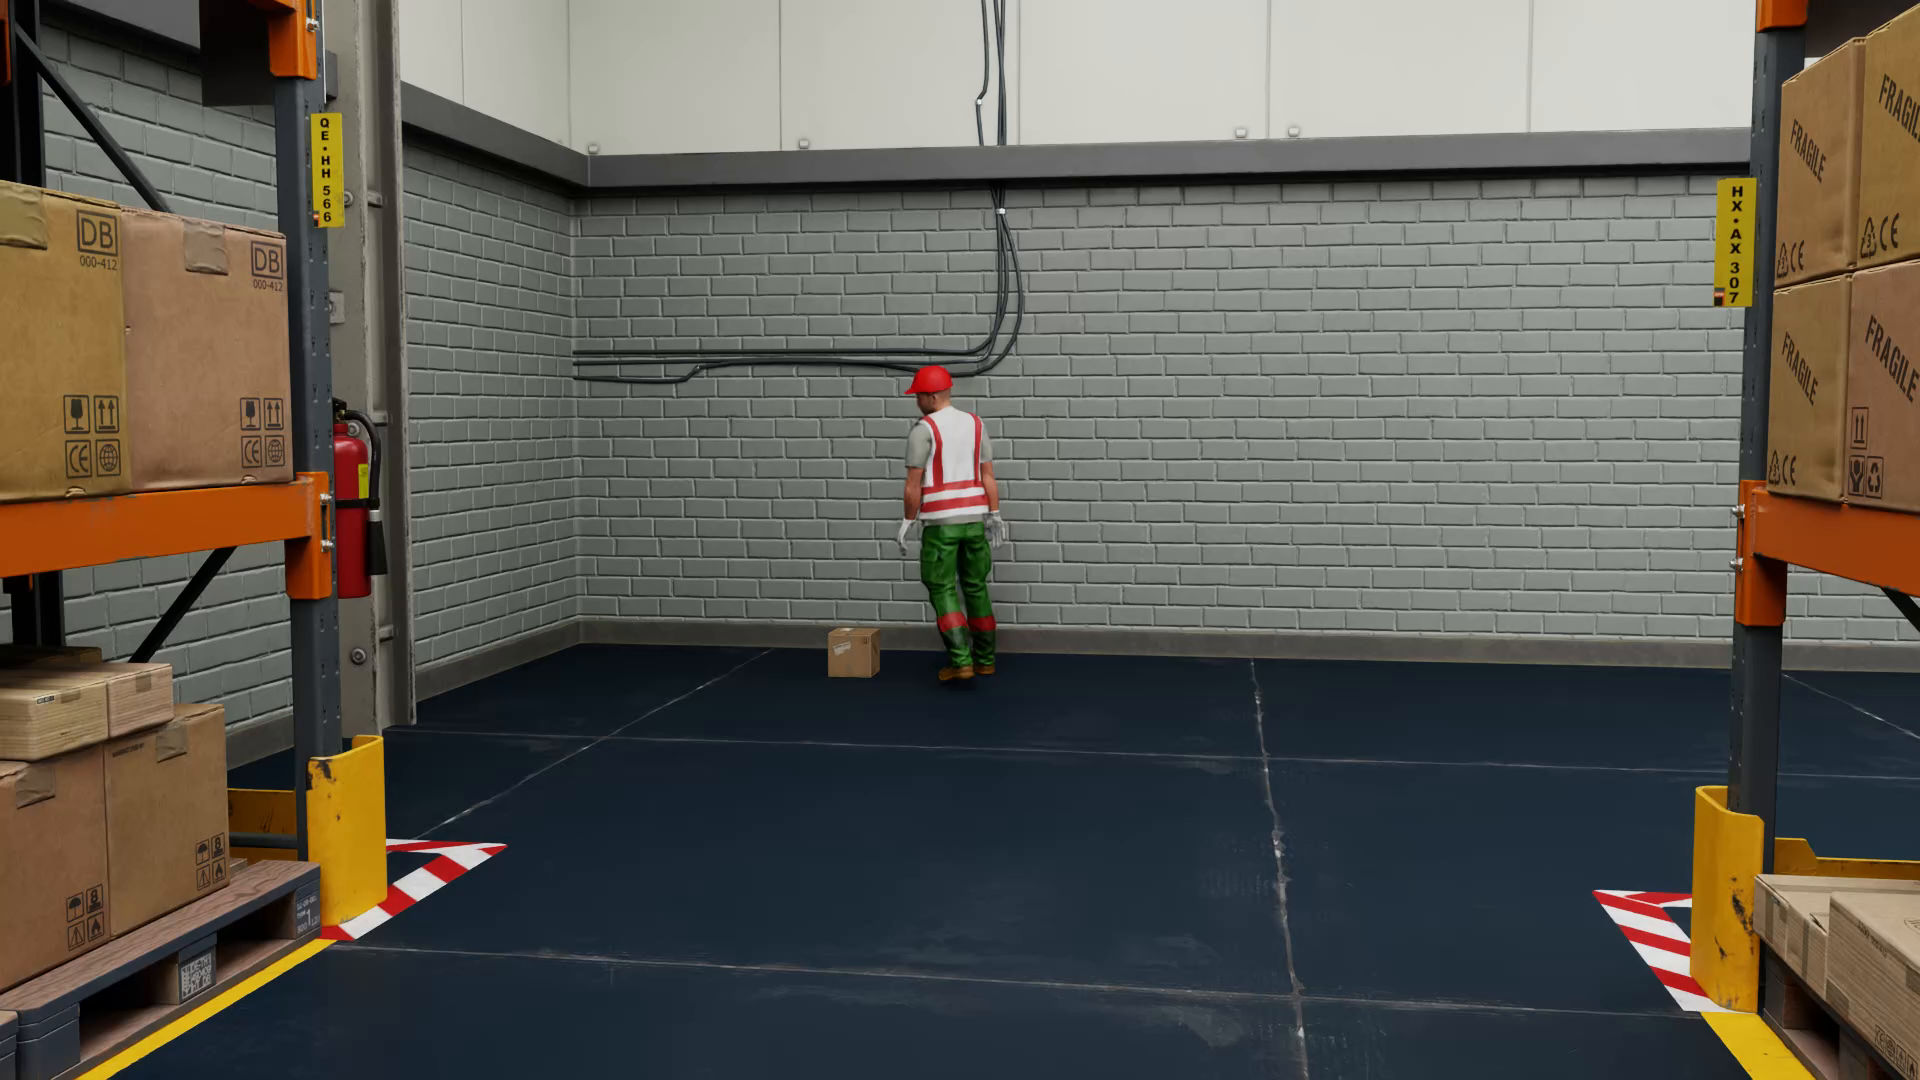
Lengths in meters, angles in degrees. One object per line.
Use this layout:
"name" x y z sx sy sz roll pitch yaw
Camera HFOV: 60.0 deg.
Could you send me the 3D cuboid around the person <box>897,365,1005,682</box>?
"person" -0.020 -0.088 9.273 0.645 1.764 0.676 -2 5 -28
